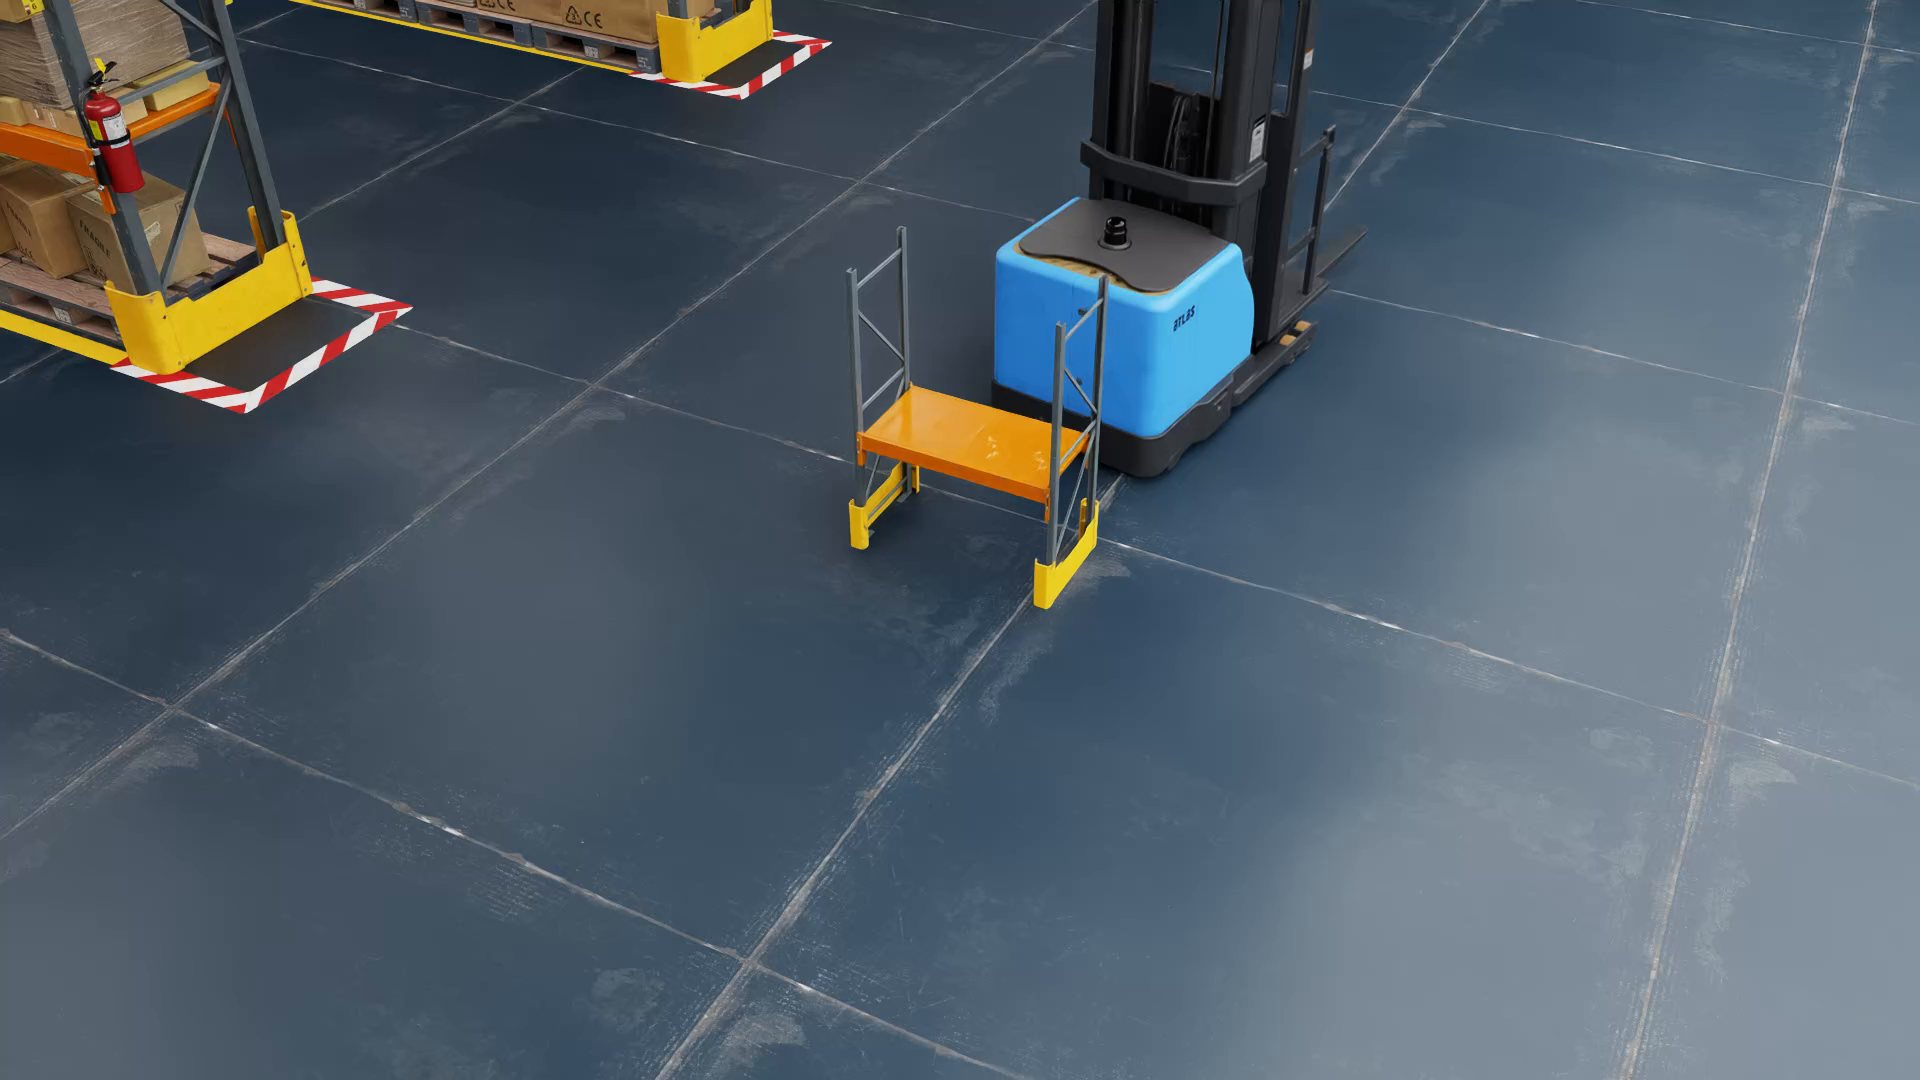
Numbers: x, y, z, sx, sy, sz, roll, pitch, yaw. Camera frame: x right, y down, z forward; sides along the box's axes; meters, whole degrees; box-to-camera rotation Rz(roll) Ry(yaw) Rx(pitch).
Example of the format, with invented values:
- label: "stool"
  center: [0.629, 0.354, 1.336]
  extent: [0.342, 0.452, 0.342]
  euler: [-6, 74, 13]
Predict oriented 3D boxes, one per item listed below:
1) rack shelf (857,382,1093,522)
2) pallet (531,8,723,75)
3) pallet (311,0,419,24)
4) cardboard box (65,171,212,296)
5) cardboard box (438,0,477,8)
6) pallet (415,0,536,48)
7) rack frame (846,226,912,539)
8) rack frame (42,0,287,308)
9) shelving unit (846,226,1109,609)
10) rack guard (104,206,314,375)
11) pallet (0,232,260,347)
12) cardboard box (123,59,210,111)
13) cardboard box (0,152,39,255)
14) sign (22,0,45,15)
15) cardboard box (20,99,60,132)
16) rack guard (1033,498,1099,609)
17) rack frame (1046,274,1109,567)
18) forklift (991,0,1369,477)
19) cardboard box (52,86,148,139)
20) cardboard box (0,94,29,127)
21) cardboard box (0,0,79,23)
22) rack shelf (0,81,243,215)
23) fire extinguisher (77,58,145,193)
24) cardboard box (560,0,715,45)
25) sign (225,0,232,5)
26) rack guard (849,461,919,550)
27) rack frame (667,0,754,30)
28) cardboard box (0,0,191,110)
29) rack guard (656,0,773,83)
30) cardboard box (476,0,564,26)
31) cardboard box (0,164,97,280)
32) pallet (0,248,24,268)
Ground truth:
- label: "rack shelf"
  center: [0.076, -0.430, 7.874]
  extent: [1.000, 0.185, 0.538]
  euler: [17, 41, 21]
- label: "pallet"
  center: [-2.704, -4.168, 13.566]
  extent: [1.213, 0.211, 1.003]
  euler: [17, 41, 21]
- label: "pallet"
  center: [-4.871, -4.846, 14.460]
  extent: [1.213, 0.211, 1.003]
  euler: [17, 41, 21]
- label: "cardboard box"
  center: [-4.875, -1.817, 9.883]
  extent: [0.500, 0.500, 0.500]
  euler: [25, 44, 29]
- label: "cardboard box"
  center: [-4.181, -5.070, 13.858]
  extent: [0.875, 0.875, 0.875]
  euler: [18, 41, 22]
- label: "pallet"
  center: [-3.783, -4.507, 14.014]
  extent: [1.213, 0.211, 1.003]
  euler: [17, 41, 21]
- label: "rack frame"
  center: [-0.376, -0.715, 7.951]
  extent: [0.032, 1.500, 0.500]
  euler: [17, 41, 21]
- label: "rack frame"
  center: [-4.329, -2.463, 9.014]
  extent: [0.127, 3.000, 1.000]
  euler: [17, 41, 21]
- label: "shelving unit"
  center: [0.068, -0.576, 7.769]
  extent: [1.083, 1.500, 0.587]
  euler: [17, 41, 21]
- label: "rack guard"
  center: [-4.396, -1.489, 9.798]
  extent: [0.348, 0.500, 1.175]
  euler: [17, 41, 21]
- label: "pallet"
  center: [-5.101, -1.618, 10.208]
  extent: [1.213, 0.211, 1.003]
  euler: [17, 41, 21]
- label: "cardboard box"
  center: [-4.472, -2.570, 9.363]
  extent: [0.250, 0.149, 0.380]
  euler: [17, 41, 21]
- label: "cardboard box"
  center: [-5.969, -2.149, 10.321]
  extent: [0.500, 0.500, 0.500]
  euler: [21, 42, 26]
- label: "sign"
  center: [-4.602, -2.758, 8.183]
  extent: [0.005, 0.325, 0.100]
  euler: [17, 41, 21]
- label: "cardboard box"
  center: [-4.898, -2.401, 9.140]
  extent: [0.250, 0.149, 0.380]
  euler: [17, 41, 21]
- label: "rack guard"
  center: [0.510, 0.060, 7.964]
  extent: [0.087, 0.250, 0.587]
  euler: [17, 41, 21]
- label: "rack frame"
  center: [0.527, -0.432, 7.579]
  extent: [0.032, 1.500, 0.500]
  euler: [17, 41, 21]
- label: "forklift"
  center: [1.430, -2.337, 8.905]
  extent: [1.130, 2.935, 3.031]
  euler: [23, 43, 27]
- label: "cardboard box"
  center: [-4.677, -2.331, 9.048]
  extent: [0.250, 0.149, 0.380]
  euler: [17, 41, 21]
- label: "cardboard box"
  center: [-5.144, -2.443, 9.196]
  extent: [0.250, 0.149, 0.380]
  euler: [17, 41, 21]
- label: "cardboard box"
  center: [-4.931, -3.040, 8.618]
  extent: [0.500, 0.500, 0.500]
  euler: [17, 41, 21]
- label: "rack shelf"
  center: [-6.105, -2.733, 9.964]
  extent: [4.000, 0.370, 1.077]
  euler: [17, 41, 21]
- label: "fire extinguisher"
  center: [-4.439, -2.153, 8.670]
  extent: [0.183, 0.674, 0.296]
  euler: [17, 41, 21]
- label: "cardboard box"
  center: [-2.590, -4.572, 13.202]
  extent: [0.875, 0.875, 0.875]
  euler: [18, 41, 22]
- label: "sign"
  center: [-4.079, -3.099, 9.136]
  extent: [0.005, 0.325, 0.100]
  euler: [17, 41, 21]
- label: "rack guard"
  center: [-0.375, -0.217, 8.329]
  extent: [0.087, 0.250, 0.587]
  euler: [17, 41, 21]
- label: "rack frame"
  center: [-1.958, -5.098, 12.485]
  extent: [0.127, 3.000, 1.000]
  euler: [17, 41, 21]
- label: "cardboard box"
  center: [-4.804, -2.789, 9.115]
  extent: [0.500, 0.500, 0.875]
  euler: [17, 41, 21]
- label: "rack guard"
  center: [-1.937, -4.096, 13.232]
  extent: [0.348, 0.500, 1.175]
  euler: [17, 41, 21]
- label: "cardboard box"
  center: [-3.373, -4.816, 13.523]
  extent: [0.875, 0.875, 0.875]
  euler: [17, 40, 21]
- label: "cardboard box"
  center: [-5.422, -1.965, 10.078]
  extent: [0.500, 0.500, 0.500]
  euler: [29, 46, 33]
- label: "pallet"
  center: [-6.181, -1.958, 10.655]
  extent: [1.213, 0.211, 1.003]
  euler: [17, 41, 21]
